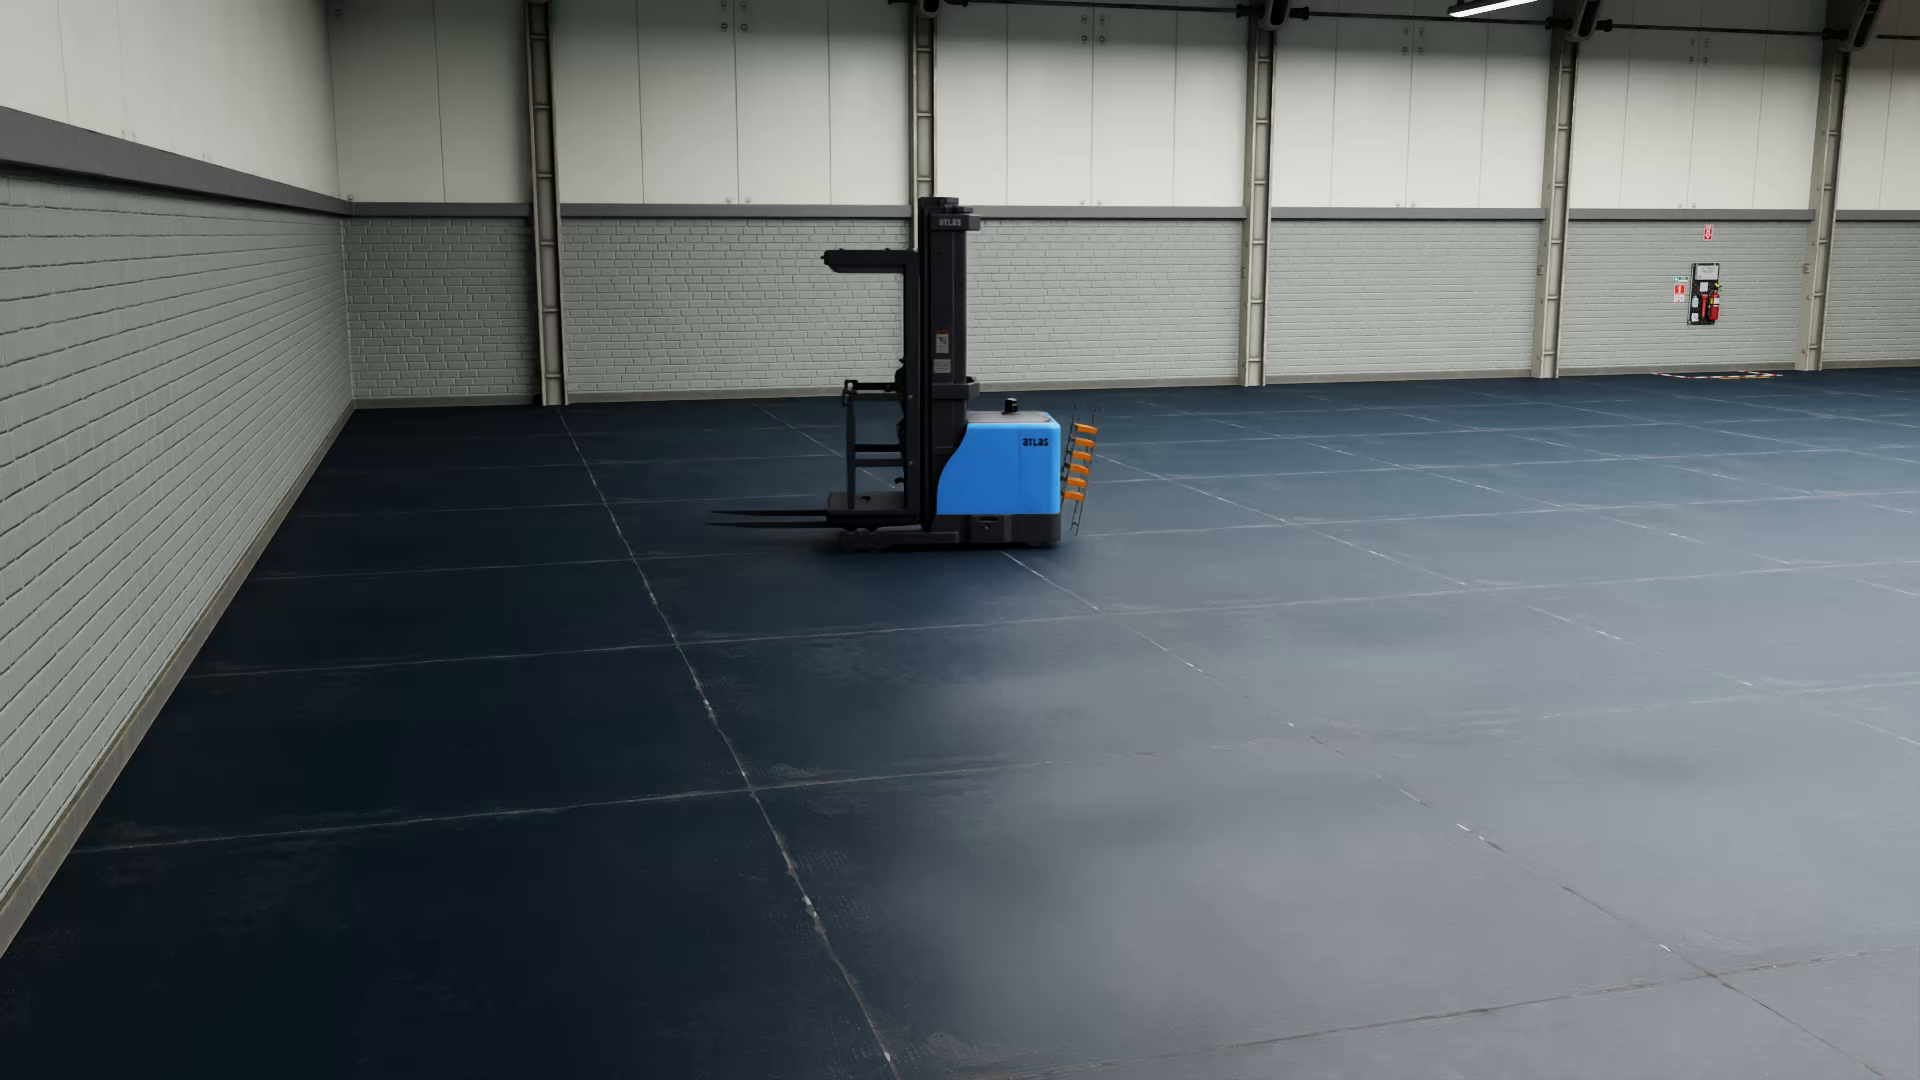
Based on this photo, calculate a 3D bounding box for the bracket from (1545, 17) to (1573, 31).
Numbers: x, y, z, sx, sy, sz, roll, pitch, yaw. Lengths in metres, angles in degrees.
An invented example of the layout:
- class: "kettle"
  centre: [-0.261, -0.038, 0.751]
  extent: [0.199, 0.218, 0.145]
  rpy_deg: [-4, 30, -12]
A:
- class: "bracket"
  centre: [10.619, -9.156, 29.485]
  extent: [0.430, 0.232, 0.235]
  rpy_deg: [-3, 11, -16]

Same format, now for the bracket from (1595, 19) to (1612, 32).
- class: "bracket"
  centre: [11.416, -9.198, 29.713]
  extent: [0.430, 0.232, 0.235]
  rpy_deg: [-3, 11, -16]

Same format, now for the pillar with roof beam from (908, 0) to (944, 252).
- class: "pillar with roof beam"
  centre: [0.599, -6.113, 22.896]
  extent: [0.548, 9.000, 9.100]
  rpy_deg: [-3, 11, -16]

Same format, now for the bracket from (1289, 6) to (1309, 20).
- class: "bracket"
  centre: [5.655, -8.894, 28.064]
  extent: [0.430, 0.232, 0.235]
  rpy_deg: [-3, 11, -16]

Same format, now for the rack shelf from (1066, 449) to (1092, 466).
- class: "rack shelf"
  centre: [1.052, -0.733, 14.757]
  extent: [0.180, 0.103, 0.258]
  rpy_deg: [9, 9, -10]

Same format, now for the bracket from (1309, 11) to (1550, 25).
- class: "bracket"
  centre: [8.129, -9.025, 28.772]
  extent: [4.783, 0.066, 0.076]
  rpy_deg: [-3, 11, -16]

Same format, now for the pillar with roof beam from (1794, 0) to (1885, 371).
- class: "pillar with roof beam"
  centre: [17.882, -7.024, 27.844]
  extent: [0.548, 9.000, 9.100]
  rpy_deg: [-3, 11, -16]

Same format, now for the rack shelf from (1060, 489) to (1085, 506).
- class: "rack shelf"
  centre: [0.987, -0.383, 14.812]
  extent: [0.180, 0.103, 0.258]
  rpy_deg: [9, 9, -10]

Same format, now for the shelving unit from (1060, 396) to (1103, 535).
- class: "shelving unit"
  centre: [1.038, -0.659, 14.769]
  extent: [0.189, 1.200, 0.258]
  rpy_deg: [9, 9, -10]

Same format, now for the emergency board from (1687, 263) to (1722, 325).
- class: "emergency board"
  centre: [14.295, -4.703, 31.809]
  extent: [0.643, 1.169, 0.194]
  rpy_deg: [-3, 11, -16]

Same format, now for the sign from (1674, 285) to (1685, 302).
- class: "sign"
  centre: [13.736, -4.711, 31.751]
  extent: [0.234, 0.329, 0.001]
  rpy_deg: [-3, 11, -16]

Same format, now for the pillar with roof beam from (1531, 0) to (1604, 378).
- class: "pillar with roof beam"
  centre: [12.121, -6.720, 26.195]
  extent: [0.548, 9.000, 9.100]
  rpy_deg: [-3, 11, -16]

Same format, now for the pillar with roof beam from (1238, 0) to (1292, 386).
- class: "pillar with roof beam"
  centre: [6.360, -6.416, 24.546]
  extent: [0.548, 9.000, 9.100]
  rpy_deg: [-3, 11, -16]

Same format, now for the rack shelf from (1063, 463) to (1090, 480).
- class: "rack shelf"
  centre: [1.030, -0.616, 14.775]
  extent: [0.180, 0.103, 0.258]
  rpy_deg: [9, 9, -10]

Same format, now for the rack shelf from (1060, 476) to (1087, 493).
- class: "rack shelf"
  centre: [1.008, -0.499, 14.793]
  extent: [0.180, 0.103, 0.258]
  rpy_deg: [9, 9, -10]

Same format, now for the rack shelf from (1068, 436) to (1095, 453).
- class: "rack shelf"
  centre: [1.073, -0.849, 14.739]
  extent: [0.180, 0.103, 0.258]
  rpy_deg: [9, 9, -10]

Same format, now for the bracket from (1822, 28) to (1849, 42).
- class: "bracket"
  centre: [16.380, -9.460, 31.134]
  extent: [0.430, 0.232, 0.235]
  rpy_deg: [-3, 11, -16]

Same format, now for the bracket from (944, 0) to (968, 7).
- class: "bracket"
  centre: [-0.106, -8.591, 26.414]
  extent: [0.430, 0.232, 0.235]
  rpy_deg: [-3, 11, -16]

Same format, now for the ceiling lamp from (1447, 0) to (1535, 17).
- class: "ceiling lamp"
  centre: [7.479, -9.222, 23.666]
  extent: [0.800, 3.185, 2.000]
  rpy_deg: [-3, 11, -16]

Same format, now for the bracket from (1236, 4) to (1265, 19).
- class: "bracket"
  centre: [4.858, -8.852, 27.835]
  extent: [0.430, 0.232, 0.235]
  rpy_deg: [-3, 11, -16]

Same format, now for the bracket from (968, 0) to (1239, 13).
- class: "bracket"
  centre: [2.368, -8.721, 27.123]
  extent: [4.783, 0.066, 0.076]
  rpy_deg: [-3, 11, -16]

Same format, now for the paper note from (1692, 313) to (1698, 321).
- class: "paper note"
  centre: [14.106, -4.273, 31.905]
  extent: [0.142, 0.148, 0.016]
  rpy_deg: [-3, 11, -16]

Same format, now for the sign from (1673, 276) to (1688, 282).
- class: "sign"
  centre: [13.743, -4.970, 31.696]
  extent: [0.331, 0.109, 0.001]
  rpy_deg: [-3, 11, -16]

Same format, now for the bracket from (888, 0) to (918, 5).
- class: "bracket"
  centre: [-0.903, -8.549, 26.186]
  extent: [0.430, 0.232, 0.235]
  rpy_deg: [-3, 11, -16]

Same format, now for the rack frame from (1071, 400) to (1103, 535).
- class: "rack frame"
  centre: [1.127, -0.645, 14.785]
  extent: [0.006, 1.200, 0.240]
  rpy_deg: [9, 9, -10]

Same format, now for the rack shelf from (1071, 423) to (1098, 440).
- class: "rack shelf"
  centre: [1.095, -0.966, 14.721]
  extent: [0.180, 0.103, 0.258]
  rpy_deg: [9, 9, -10]

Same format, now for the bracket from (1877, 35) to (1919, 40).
- class: "bracket"
  centre: [19.650, -9.632, 32.070]
  extent: [4.783, 0.066, 0.076]
  rpy_deg: [-3, 11, -16]

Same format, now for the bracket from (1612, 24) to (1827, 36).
- class: "bracket"
  centre: [13.889, -9.328, 30.421]
  extent: [4.783, 0.066, 0.076]
  rpy_deg: [-3, 11, -16]

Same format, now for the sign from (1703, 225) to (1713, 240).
- class: "sign"
  centre: [14.260, -5.860, 31.691]
  extent: [0.199, 0.298, 0.001]
  rpy_deg: [-3, 11, -16]

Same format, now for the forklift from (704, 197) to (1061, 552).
- class: "forklift"
  centre: [-0.673, -1.437, 14.259]
  extent: [3.031, 2.935, 1.130]
  rpy_deg: [-1, 10, -3]

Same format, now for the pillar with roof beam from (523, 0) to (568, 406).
- class: "pillar with roof beam"
  centre: [-5.161, -5.809, 21.247]
  extent: [0.548, 9.000, 9.100]
  rpy_deg: [-3, 11, -16]

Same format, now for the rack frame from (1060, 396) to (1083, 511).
- class: "rack frame"
  centre: [0.949, -0.673, 14.752]
  extent: [0.006, 1.200, 0.240]
  rpy_deg: [9, 9, -10]
